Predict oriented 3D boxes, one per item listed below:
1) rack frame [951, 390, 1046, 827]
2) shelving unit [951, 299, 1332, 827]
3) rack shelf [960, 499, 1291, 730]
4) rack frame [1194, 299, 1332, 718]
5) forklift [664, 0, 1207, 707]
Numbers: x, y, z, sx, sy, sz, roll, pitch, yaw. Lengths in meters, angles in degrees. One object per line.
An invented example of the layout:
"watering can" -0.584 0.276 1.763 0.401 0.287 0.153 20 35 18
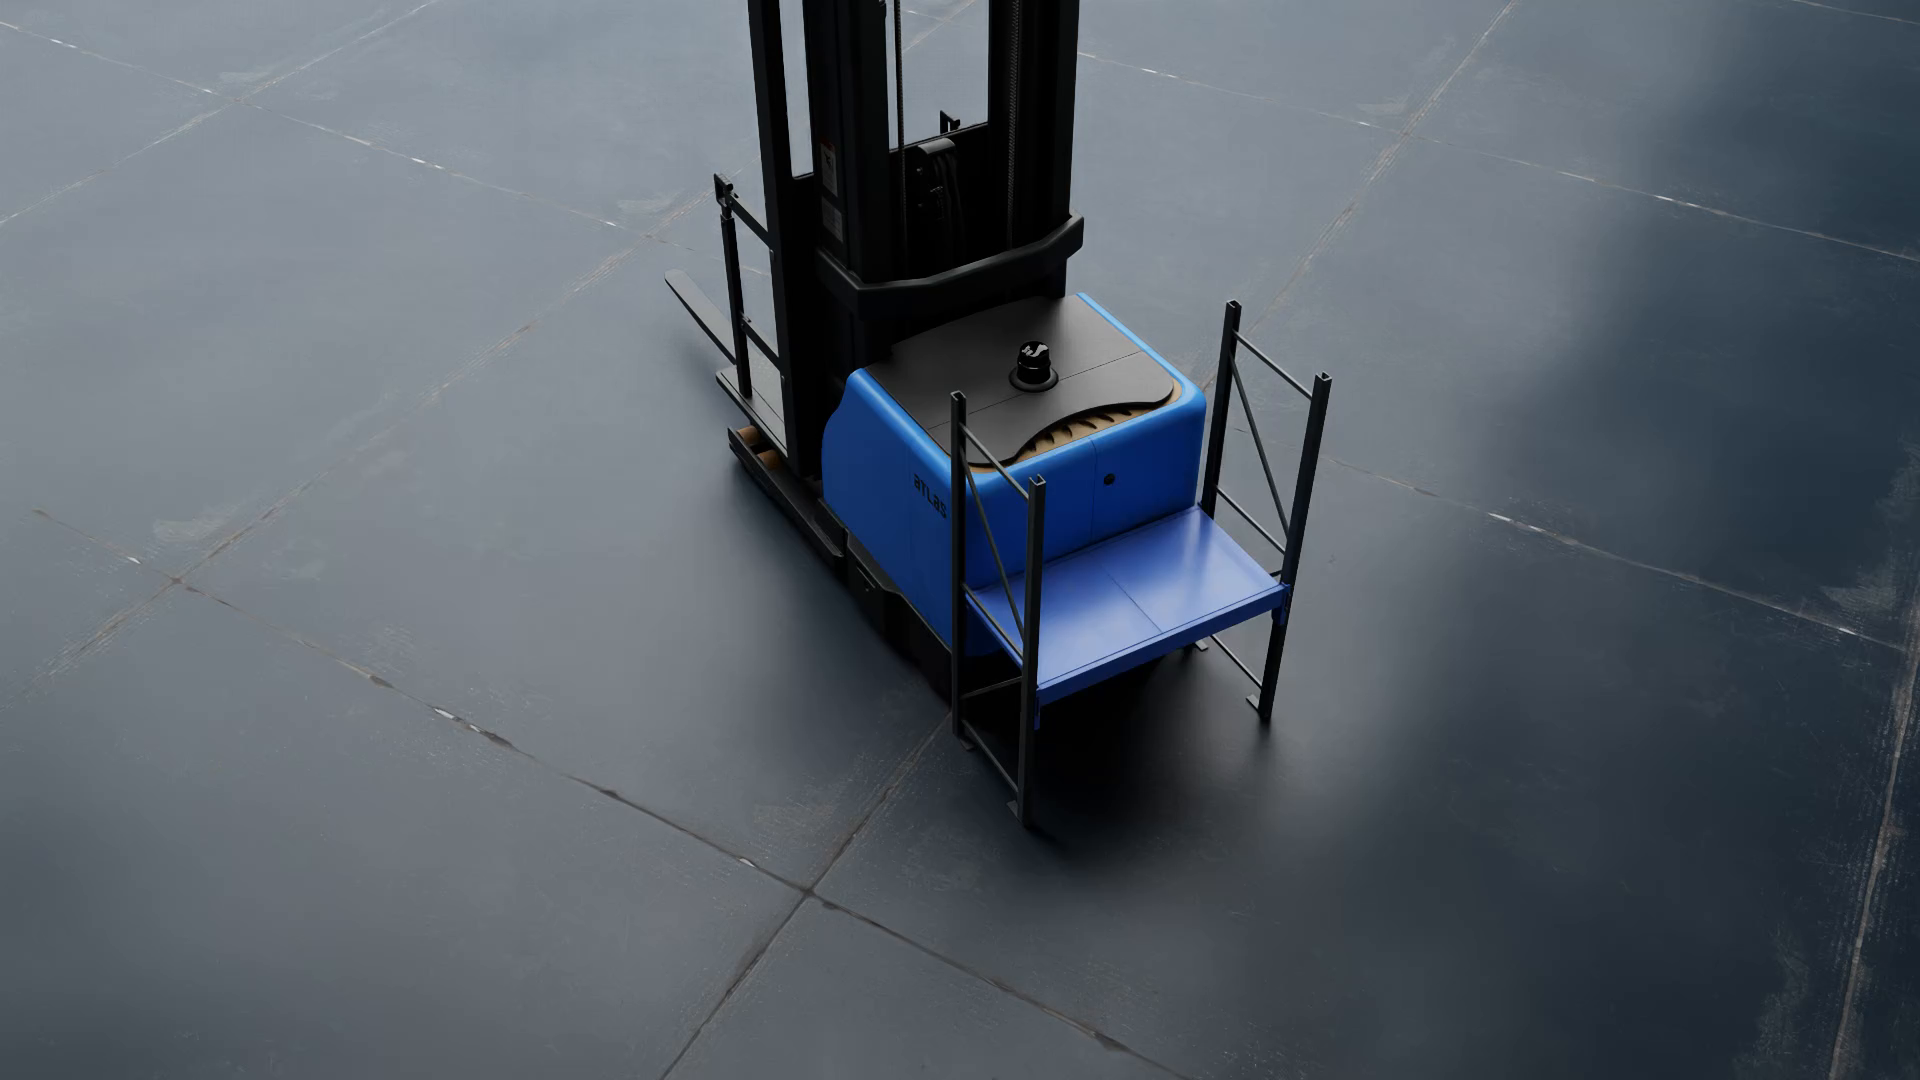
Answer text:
"rack frame" 0.106 0.262 5.317 0.032 1.500 0.500 -20 45 -22
"shelving unit" 0.550 0.098 5.504 1.048 1.500 0.538 -20 45 -22
"rack shelf" 0.550 0.233 5.623 1.000 0.185 0.538 -20 45 -22
"rack frame" 0.993 -0.067 5.691 0.032 1.500 0.500 -20 45 -22
"forklift" -0.327 -1.456 6.186 1.130 2.935 3.031 -22 46 -23
